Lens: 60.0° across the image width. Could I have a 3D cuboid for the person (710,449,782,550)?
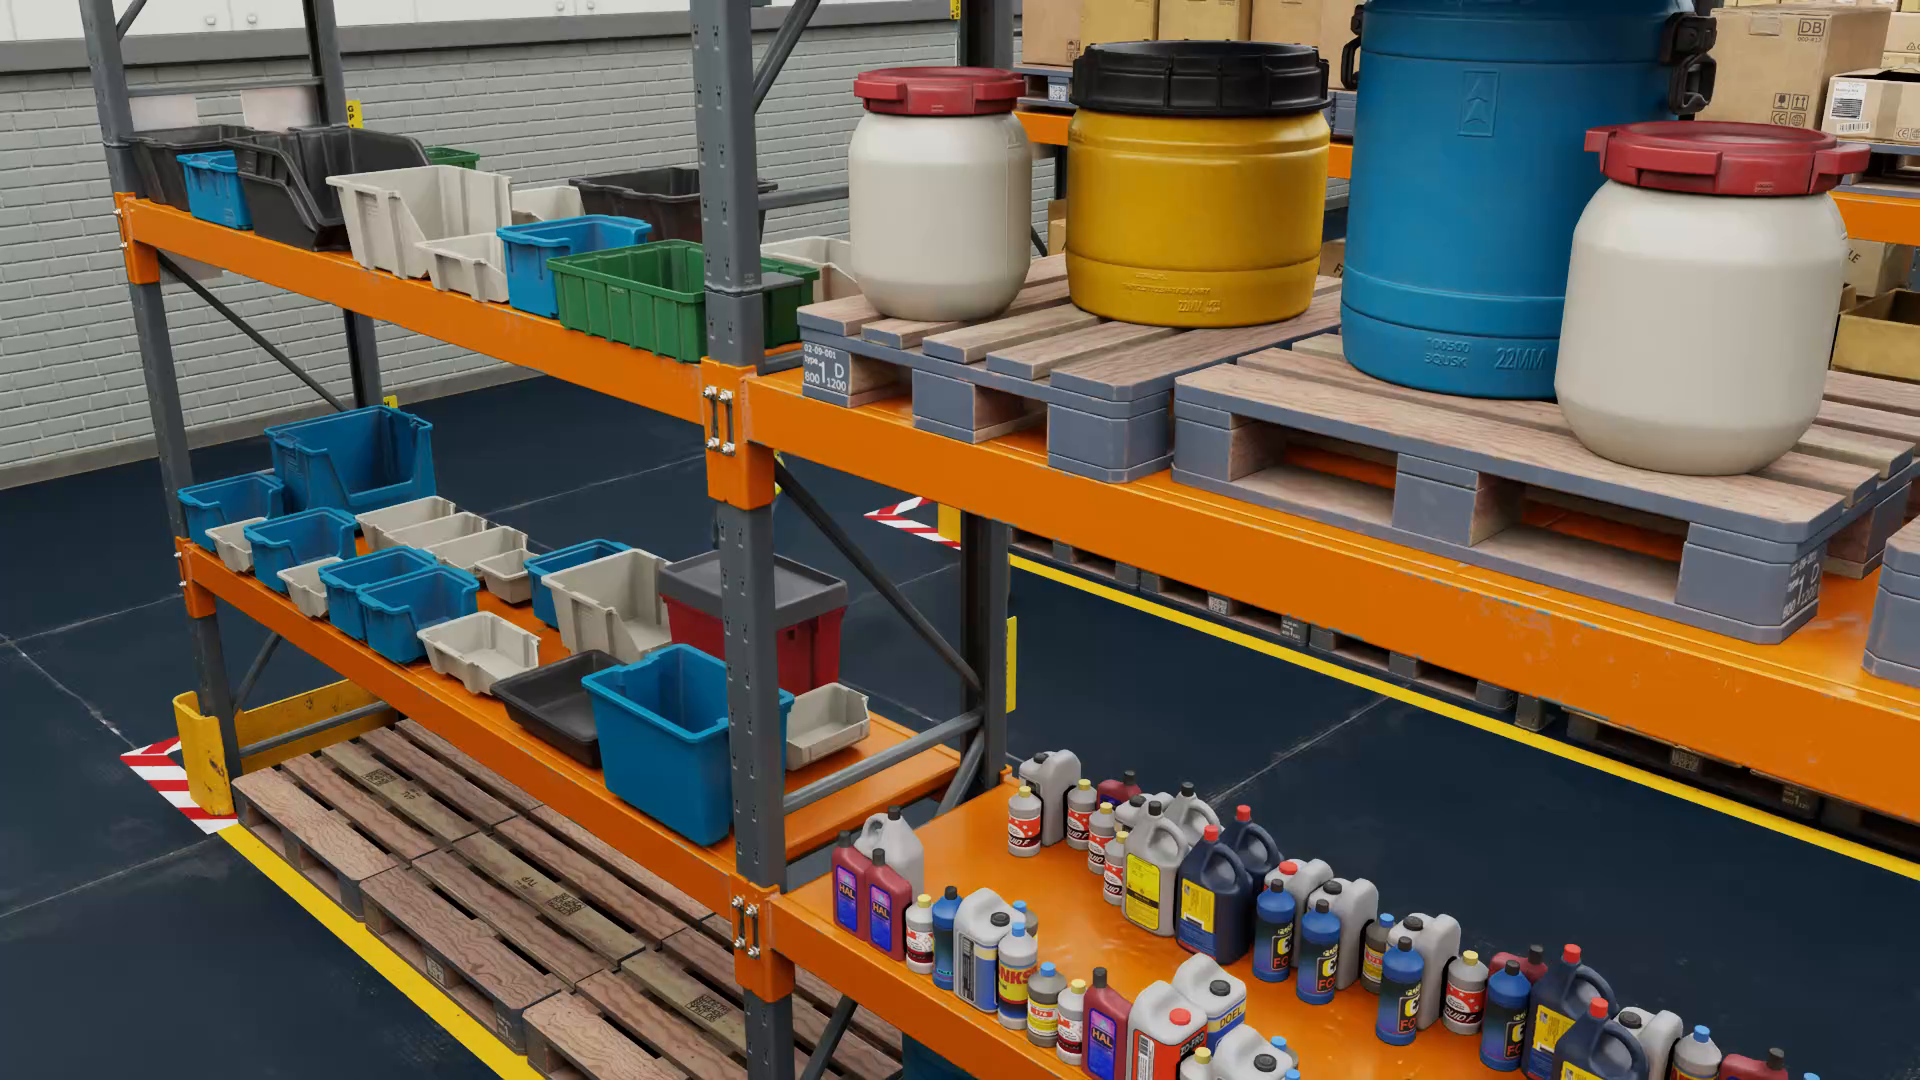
[{"bbox_3d":[-1.183,-0.265,9.213,0.448,1.783,0.614,-2,21,-4],"label":"person"}]
